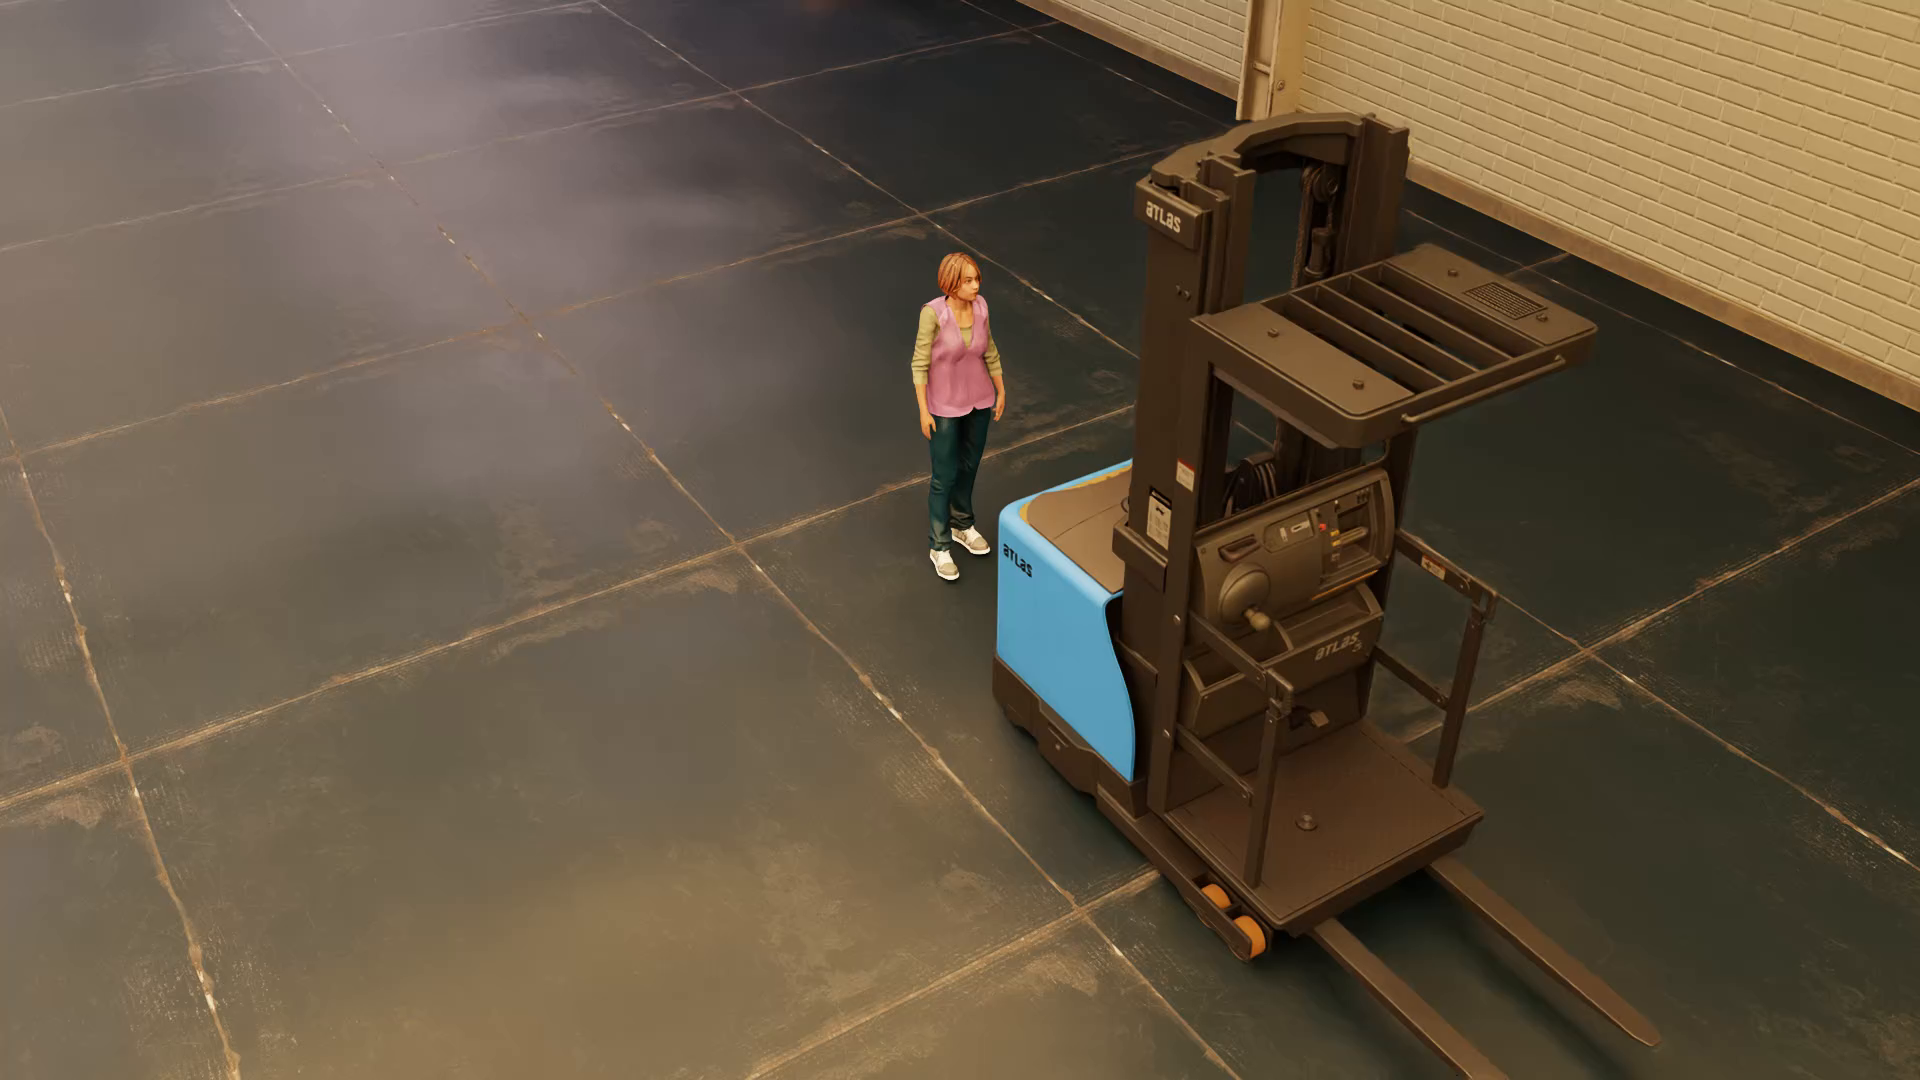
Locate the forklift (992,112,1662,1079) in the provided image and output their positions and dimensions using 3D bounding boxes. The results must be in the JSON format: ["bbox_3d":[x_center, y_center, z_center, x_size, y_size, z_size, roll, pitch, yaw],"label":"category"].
[{"bbox_3d":[1.365,0.102,6.002,1.130,2.935,3.031,-20,40,-26],"label":"forklift"}]

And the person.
[{"bbox_3d":[0.029,-0.619,8.177,0.521,1.599,0.473,-21,40,-27],"label":"person"}]
